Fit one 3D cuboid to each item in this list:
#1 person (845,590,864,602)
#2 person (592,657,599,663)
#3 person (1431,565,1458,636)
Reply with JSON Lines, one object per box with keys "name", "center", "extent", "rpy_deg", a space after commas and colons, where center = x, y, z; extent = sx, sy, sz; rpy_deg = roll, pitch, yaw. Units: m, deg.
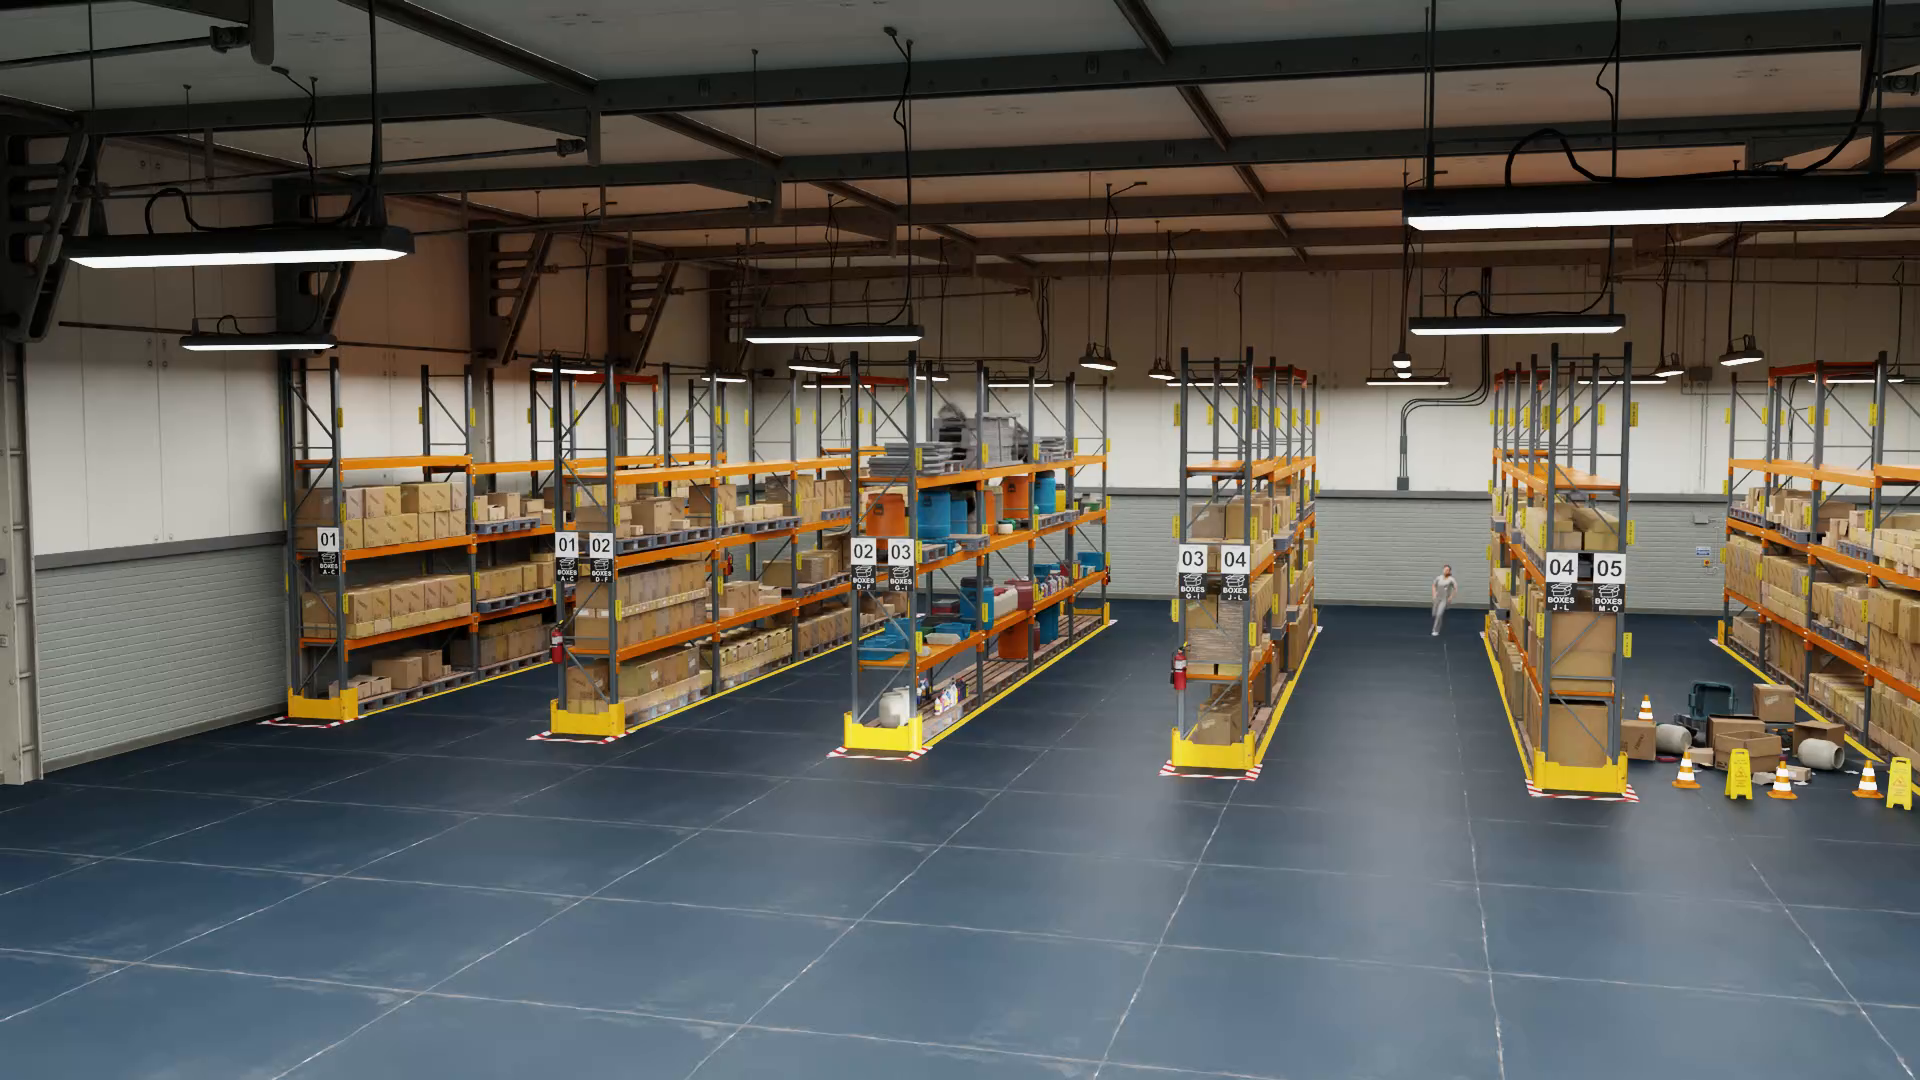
{"name": "person", "center": [-2.699, 0.919, 43.791], "extent": [0.885, 1.831, 0.596], "rpy_deg": [3, 5, 31]}
{"name": "person", "center": [-7.033, 1.767, 32.463], "extent": [0.702, 1.726, 0.598], "rpy_deg": [1, 4, 9]}
{"name": "person", "center": [11.174, 1.379, 38.334], "extent": [0.606, 1.627, 0.623], "rpy_deg": [2, 5, 30]}
